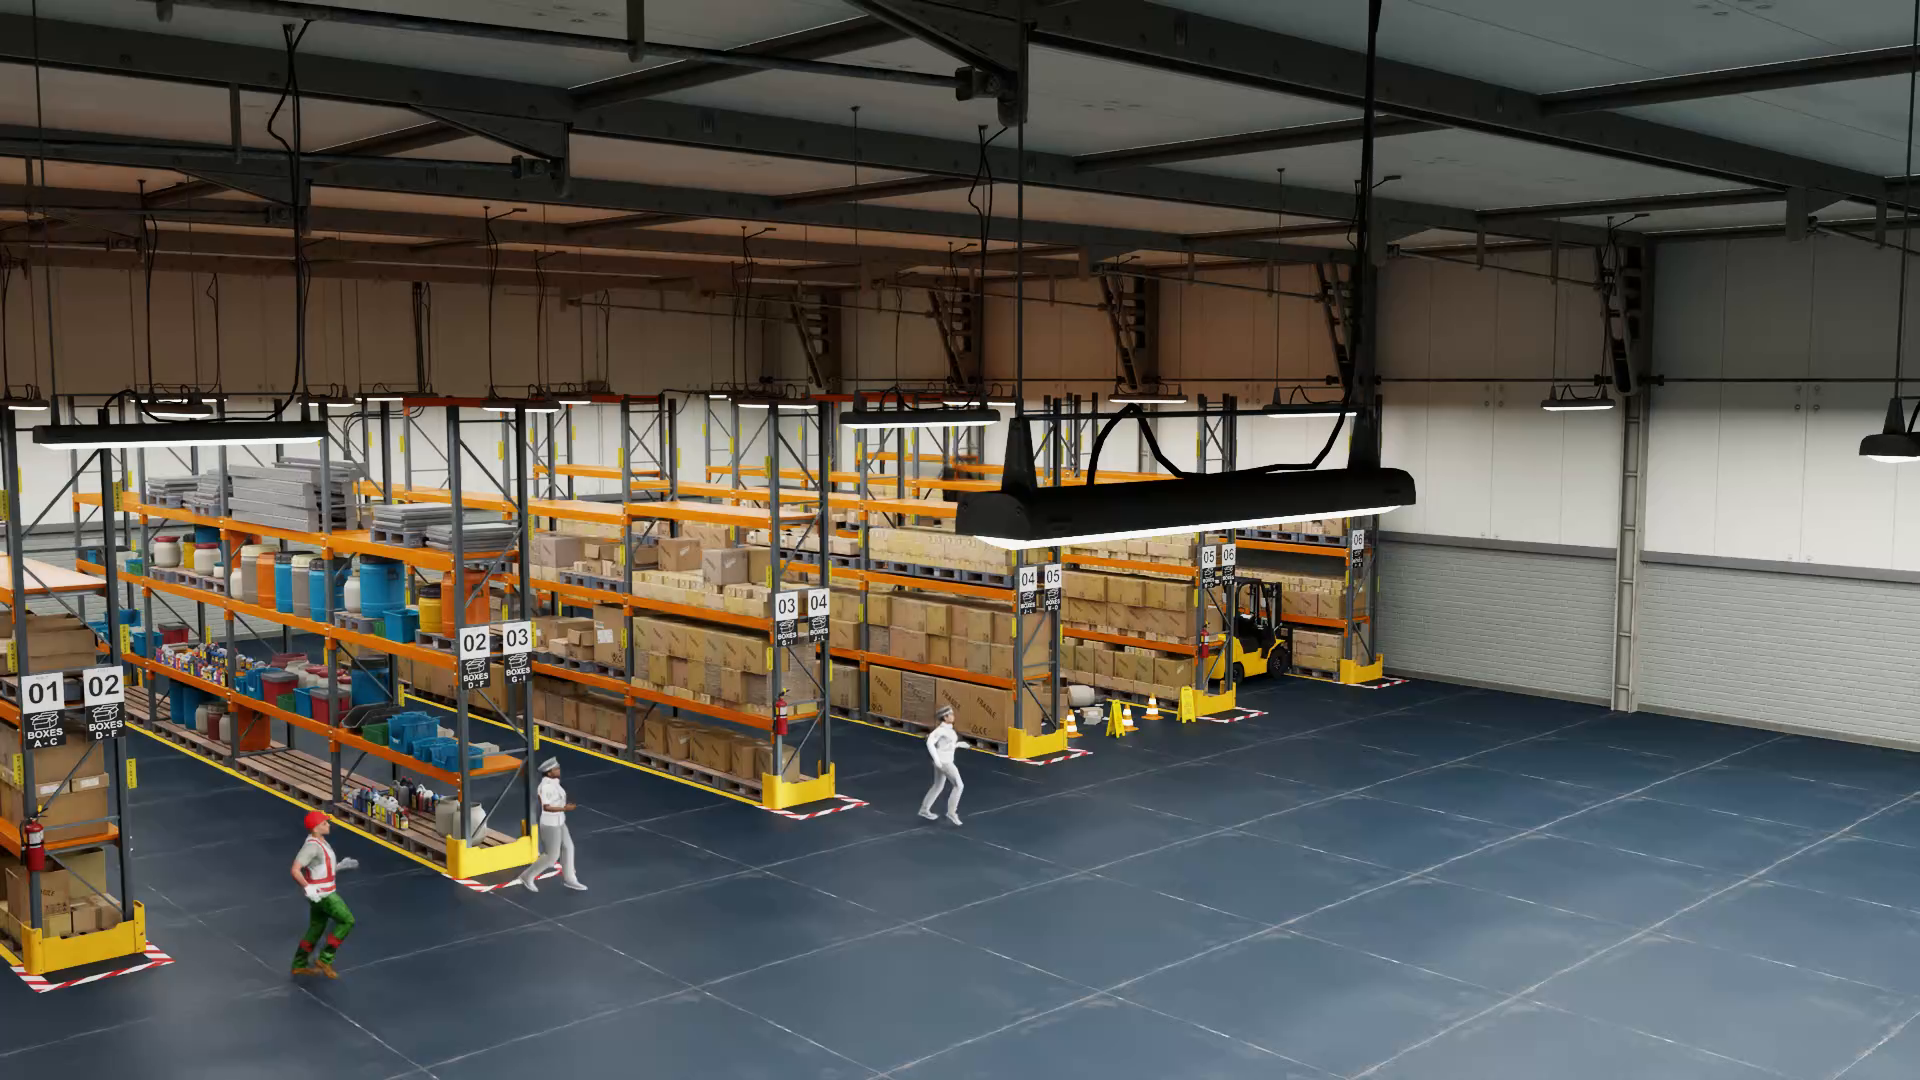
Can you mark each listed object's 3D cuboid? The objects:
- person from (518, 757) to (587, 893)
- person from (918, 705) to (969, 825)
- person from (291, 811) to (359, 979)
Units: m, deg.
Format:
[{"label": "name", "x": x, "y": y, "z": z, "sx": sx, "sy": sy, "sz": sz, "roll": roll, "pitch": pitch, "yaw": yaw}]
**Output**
[{"label": "person", "x": -5.020, "y": 3.511, "z": 20.434, "sx": 0.806, "sy": 1.720, "sz": 0.587, "roll": -1, "pitch": 6, "yaw": -7}, {"label": "person", "x": -0.232, "y": 3.211, "z": 23.745, "sx": 0.741, "sy": 1.751, "sz": 0.598, "roll": 0, "pitch": 6, "yaw": -3}, {"label": "person", "x": -6.711, "y": 3.744, "z": 17.558, "sx": 0.707, "sy": 1.793, "sz": 0.646, "roll": -2, "pitch": 6, "yaw": -22}]
